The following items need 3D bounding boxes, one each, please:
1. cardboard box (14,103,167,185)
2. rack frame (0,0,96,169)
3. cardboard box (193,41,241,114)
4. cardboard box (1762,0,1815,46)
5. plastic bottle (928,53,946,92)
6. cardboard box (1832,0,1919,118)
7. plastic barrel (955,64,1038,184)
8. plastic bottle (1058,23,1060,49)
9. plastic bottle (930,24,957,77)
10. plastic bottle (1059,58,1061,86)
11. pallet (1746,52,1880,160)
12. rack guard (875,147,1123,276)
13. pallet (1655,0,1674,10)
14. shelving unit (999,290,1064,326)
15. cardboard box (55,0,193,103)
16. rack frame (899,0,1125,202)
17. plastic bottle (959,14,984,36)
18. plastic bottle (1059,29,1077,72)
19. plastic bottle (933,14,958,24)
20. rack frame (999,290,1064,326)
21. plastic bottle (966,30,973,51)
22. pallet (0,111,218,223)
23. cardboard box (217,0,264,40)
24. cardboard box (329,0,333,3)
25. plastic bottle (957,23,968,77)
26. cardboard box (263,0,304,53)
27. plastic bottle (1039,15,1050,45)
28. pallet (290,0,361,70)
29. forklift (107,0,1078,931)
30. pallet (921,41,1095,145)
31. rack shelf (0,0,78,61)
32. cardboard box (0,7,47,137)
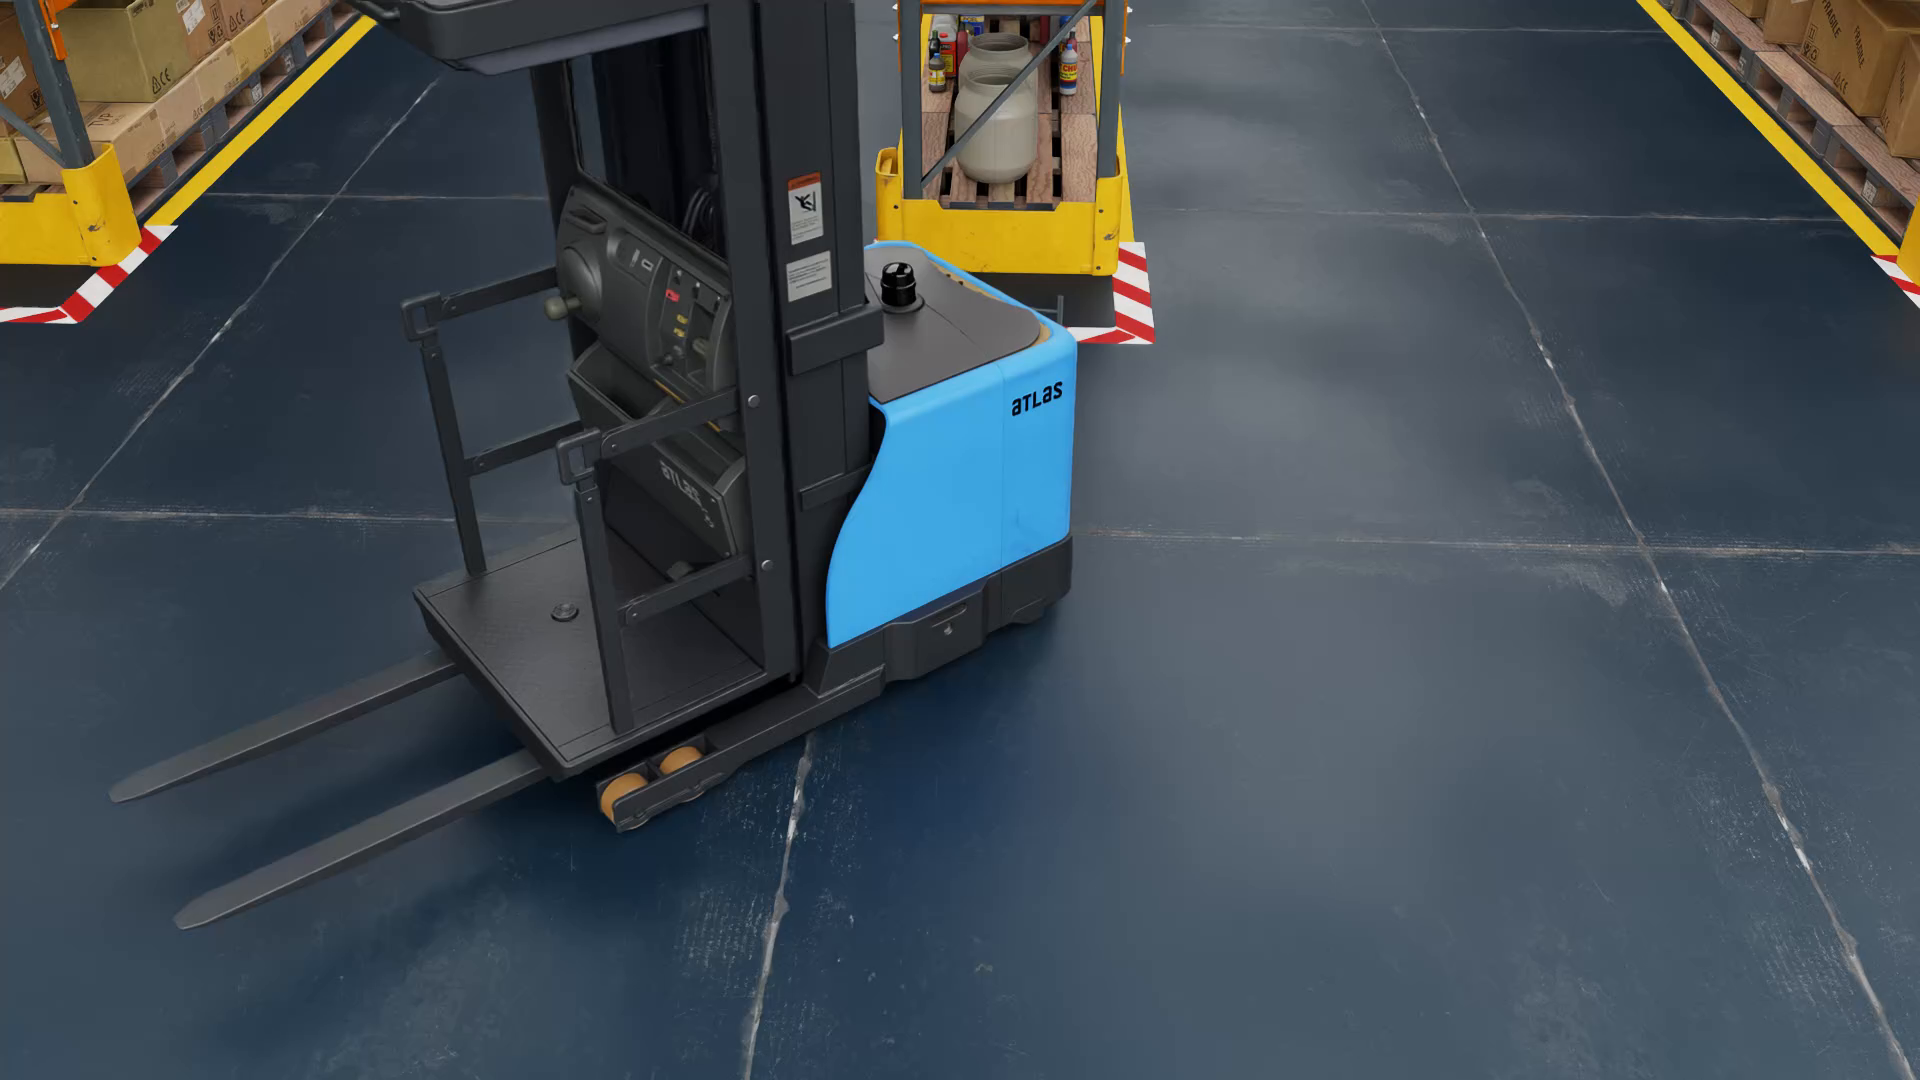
[{"bbox_3d":[-4.472,-2.043,8.575,0.500,0.250,0.500,1,35,2],"label":"cardboard box"},{"bbox_3d":[-4.716,-2.694,7.474,1.000,3.000,0.127,1,35,2],"label":"rack frame"},{"bbox_3d":[-4.436,-2.618,9.393,0.500,0.250,0.500,1,35,2],"label":"cardboard box"},{"bbox_3d":[5.271,-3.352,10.219,0.500,0.500,0.500,12,37,17],"label":"cardboard box"},{"bbox_3d":[-0.131,-2.678,9.502,0.097,0.201,0.097,0,35,0],"label":"plastic bottle"},{"bbox_3d":[5.258,-2.674,9.254,0.500,0.500,0.500,4,35,6],"label":"cardboard box"},{"bbox_3d":[0.183,-2.111,8.443,0.421,0.512,0.421,0,35,0],"label":"plastic barrel"},{"bbox_3d":[0.647,-3.076,10.069,0.097,0.201,0.097,0,35,0],"label":"plastic bottle"},{"bbox_3d":[-0.094,-2.852,9.686,0.152,0.276,0.135,2,35,2],"label":"plastic bottle"},{"bbox_3d":[0.621,-2.706,9.543,0.097,0.201,0.097,0,35,0],"label":"plastic bottle"},{"bbox_3d":[5.305,-2.531,9.667,1.003,0.211,1.213,1,35,2],"label":"pallet"},{"bbox_3d":[0.189,-1.599,8.091,1.175,0.500,0.348,1,35,2],"label":"rack guard"},{"bbox_3d":[5.372,-4.067,11.854,1.003,0.211,1.213,1,35,2],"label":"pallet"},{"bbox_3d":[0.231,-0.456,6.117,0.258,0.900,0.210,7,36,9],"label":"shelving unit"},{"bbox_3d":[-4.454,-2.638,8.768,0.500,0.500,0.500,1,35,2],"label":"cardboard box"},{"bbox_3d":[0.233,-2.577,7.308,1.000,3.000,0.127,1,35,2],"label":"rack frame"},{"bbox_3d":[0.071,-3.145,10.103,0.152,0.276,0.135,1,35,2],"label":"plastic bottle"},{"bbox_3d":[0.631,-2.872,9.718,0.097,0.271,0.097,0,35,0],"label":"plastic bottle"},{"bbox_3d":[-0.086,-3.058,9.913,0.144,0.351,0.185,3,35,4],"label":"plastic bottle"},{"bbox_3d":[0.251,-0.514,6.198,0.240,0.900,0.006,7,36,9],"label":"rack frame"},{"bbox_3d":[0.037,-2.909,9.832,0.097,0.201,0.097,0,35,0],"label":"plastic bottle"},{"bbox_3d":[-4.727,-1.993,8.902,1.003,0.211,1.213,1,35,2],"label":"pallet"},{"bbox_3d":[-4.410,-3.212,9.586,0.500,0.500,0.500,1,35,2],"label":"cardboard box"},{"bbox_3d":[-4.356,-3.767,11.028,0.500,0.250,0.500,1,35,2],"label":"cardboard box"},{"bbox_3d":[0.013,-2.853,9.681,0.061,0.283,0.133,1,35,2],"label":"plastic bottle"},{"bbox_3d":[-4.391,-3.193,10.210,0.500,0.250,0.500,1,35,2],"label":"cardboard box"},{"bbox_3d":[0.518,-3.180,10.146,0.061,0.283,0.133,1,35,2],"label":"plastic bottle"},{"bbox_3d":[-4.629,-3.395,10.897,1.003,0.211,1.213,1,35,2],"label":"pallet"},{"bbox_3d":[-1.079,-0.673,4.659,3.031,2.935,1.130,-24,42,-30],"label":"forklift"},{"bbox_3d":[0.279,-2.647,9.832,1.003,0.211,1.213,1,35,2],"label":"pallet"},{"bbox_3d":[-4.636,-3.548,9.316,1.077,0.370,4.000,1,35,2],"label":"rack shelf"},{"bbox_3d":[-4.992,-2.362,8.377,0.500,0.500,0.500,1,35,2],"label":"cardboard box"}]
